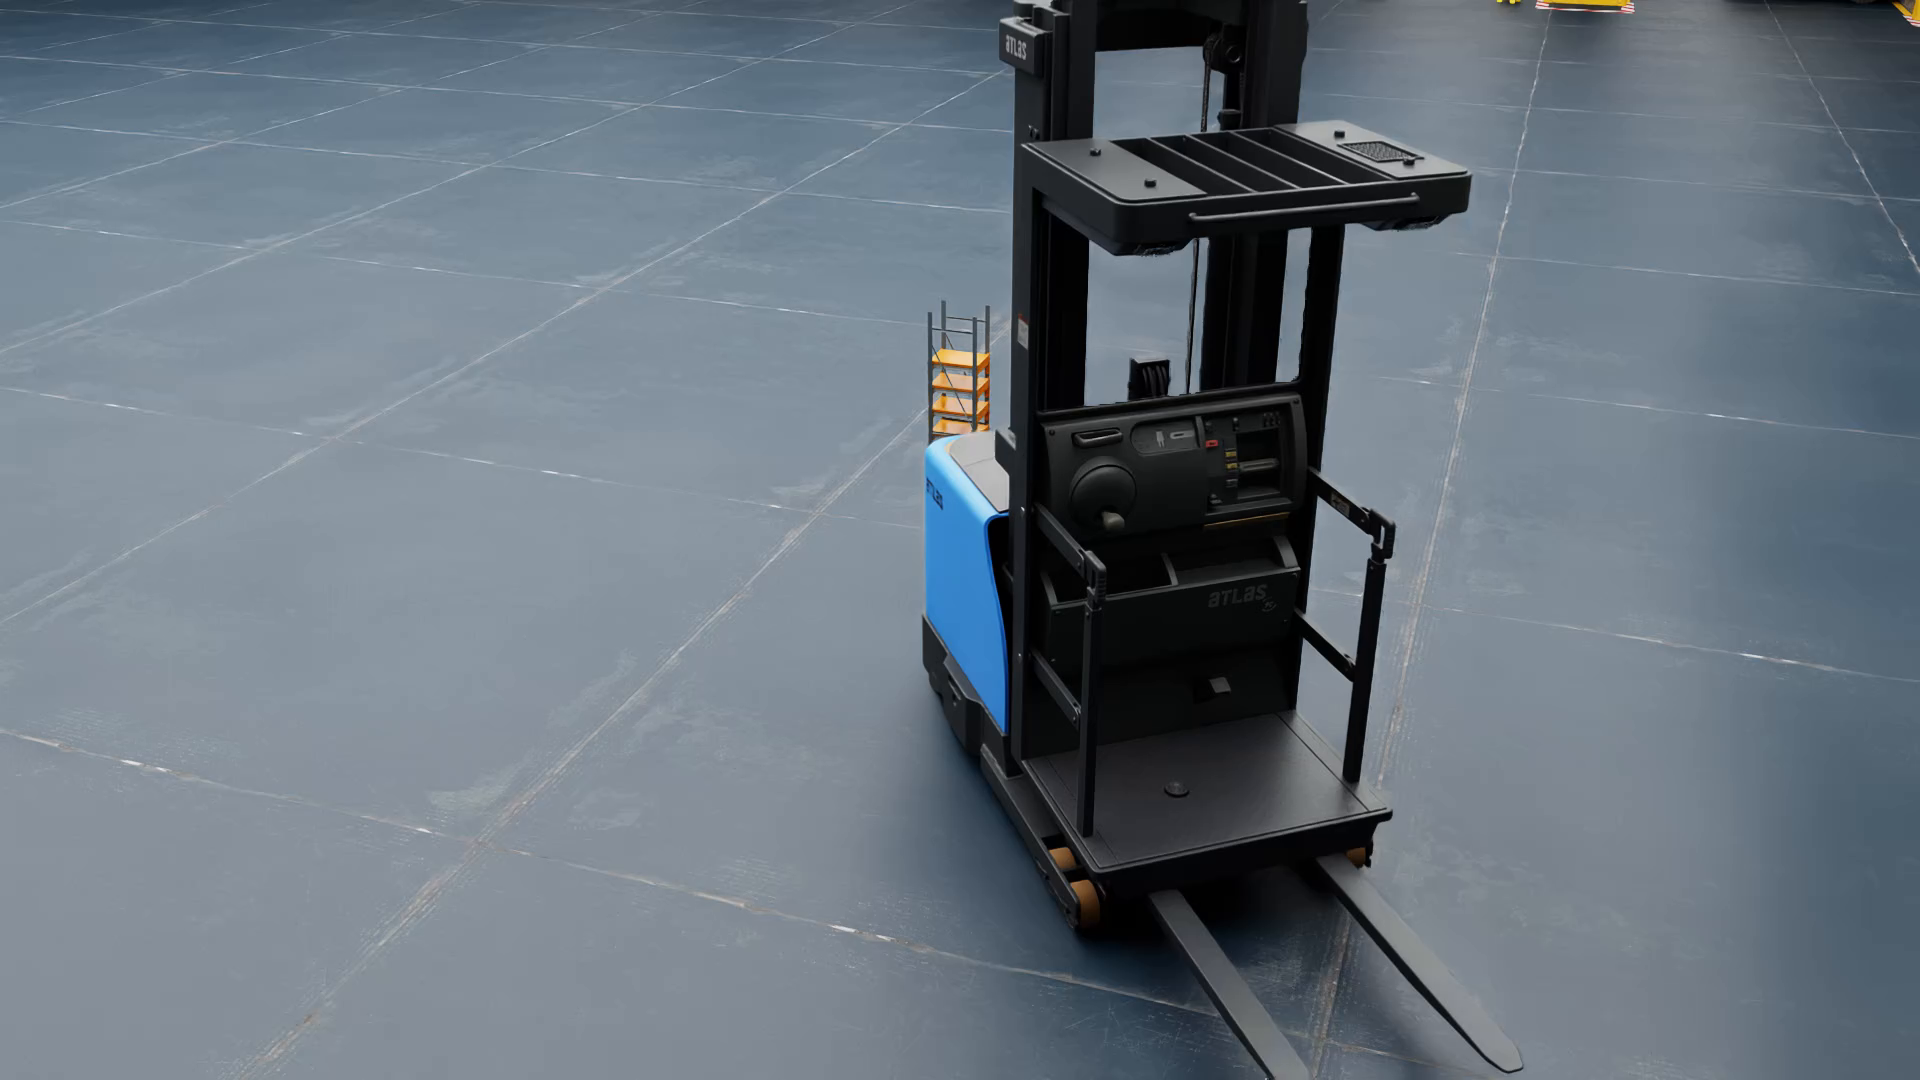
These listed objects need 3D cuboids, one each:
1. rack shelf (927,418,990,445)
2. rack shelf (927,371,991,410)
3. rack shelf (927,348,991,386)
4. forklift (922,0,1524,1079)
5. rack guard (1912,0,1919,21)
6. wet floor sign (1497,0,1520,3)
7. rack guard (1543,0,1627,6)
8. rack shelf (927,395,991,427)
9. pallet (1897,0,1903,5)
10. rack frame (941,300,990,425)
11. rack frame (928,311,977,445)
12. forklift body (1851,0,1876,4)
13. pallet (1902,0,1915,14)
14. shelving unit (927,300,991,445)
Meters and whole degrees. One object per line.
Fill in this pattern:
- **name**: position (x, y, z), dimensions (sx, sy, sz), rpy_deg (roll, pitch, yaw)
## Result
- **rack shelf**: position (-0.005, -0.494, 7.996), dimensions (0.258, 0.103, 0.180), rpy_deg (9, 27, 17)
- **rack shelf**: position (-0.005, -0.710, 7.891), dimensions (0.258, 0.103, 0.180), rpy_deg (9, 27, 17)
- **rack shelf**: position (-0.005, -0.818, 7.839), dimensions (0.258, 0.103, 0.180), rpy_deg (9, 27, 17)
- **forklift**: position (0.792, -0.215, 5.330), dimensions (1.130, 2.935, 3.031), rpy_deg (-8, 27, -17)
- **rack guard**: position (13.962, -7.477, 23.118), dimensions (1.175, 0.500, 0.348), rpy_deg (9, 27, 17)
- **wet floor sign**: position (8.216, -8.347, 24.750), dimensions (0.267, 0.644, 0.232), rpy_deg (20, 32, 35)
- **rack guard**: position (9.313, -8.236, 24.687), dimensions (1.175, 0.500, 0.348), rpy_deg (9, 27, 17)
- **rack shelf**: position (-0.005, -0.602, 7.943), dimensions (0.258, 0.103, 0.180), rpy_deg (9, 27, 17)
- **pallet**: position (14.593, -8.177, 24.895), dimensions (1.003, 0.211, 1.213), rpy_deg (9, 27, 17)
- **rack frame**: position (0.026, -0.572, 8.054), dimensions (0.240, 1.200, 0.006), rpy_deg (9, 27, 17)
- **rack frame**: position (-0.035, -0.496, 7.899), dimensions (0.240, 1.200, 0.006), rpy_deg (9, 27, 17)
- **forklift body**: position (12.881, -9.273, 24.935), dimensions (2.313, 2.155, 1.214), rpy_deg (9, 27, 17)
- **pallet**: position (14.185, -7.677, 23.863), dimensions (1.003, 0.211, 1.213), rpy_deg (9, 27, 17)
- **shelving unit**: position (-0.005, -0.534, 7.976), dimensions (0.258, 1.200, 0.189), rpy_deg (9, 27, 17)
